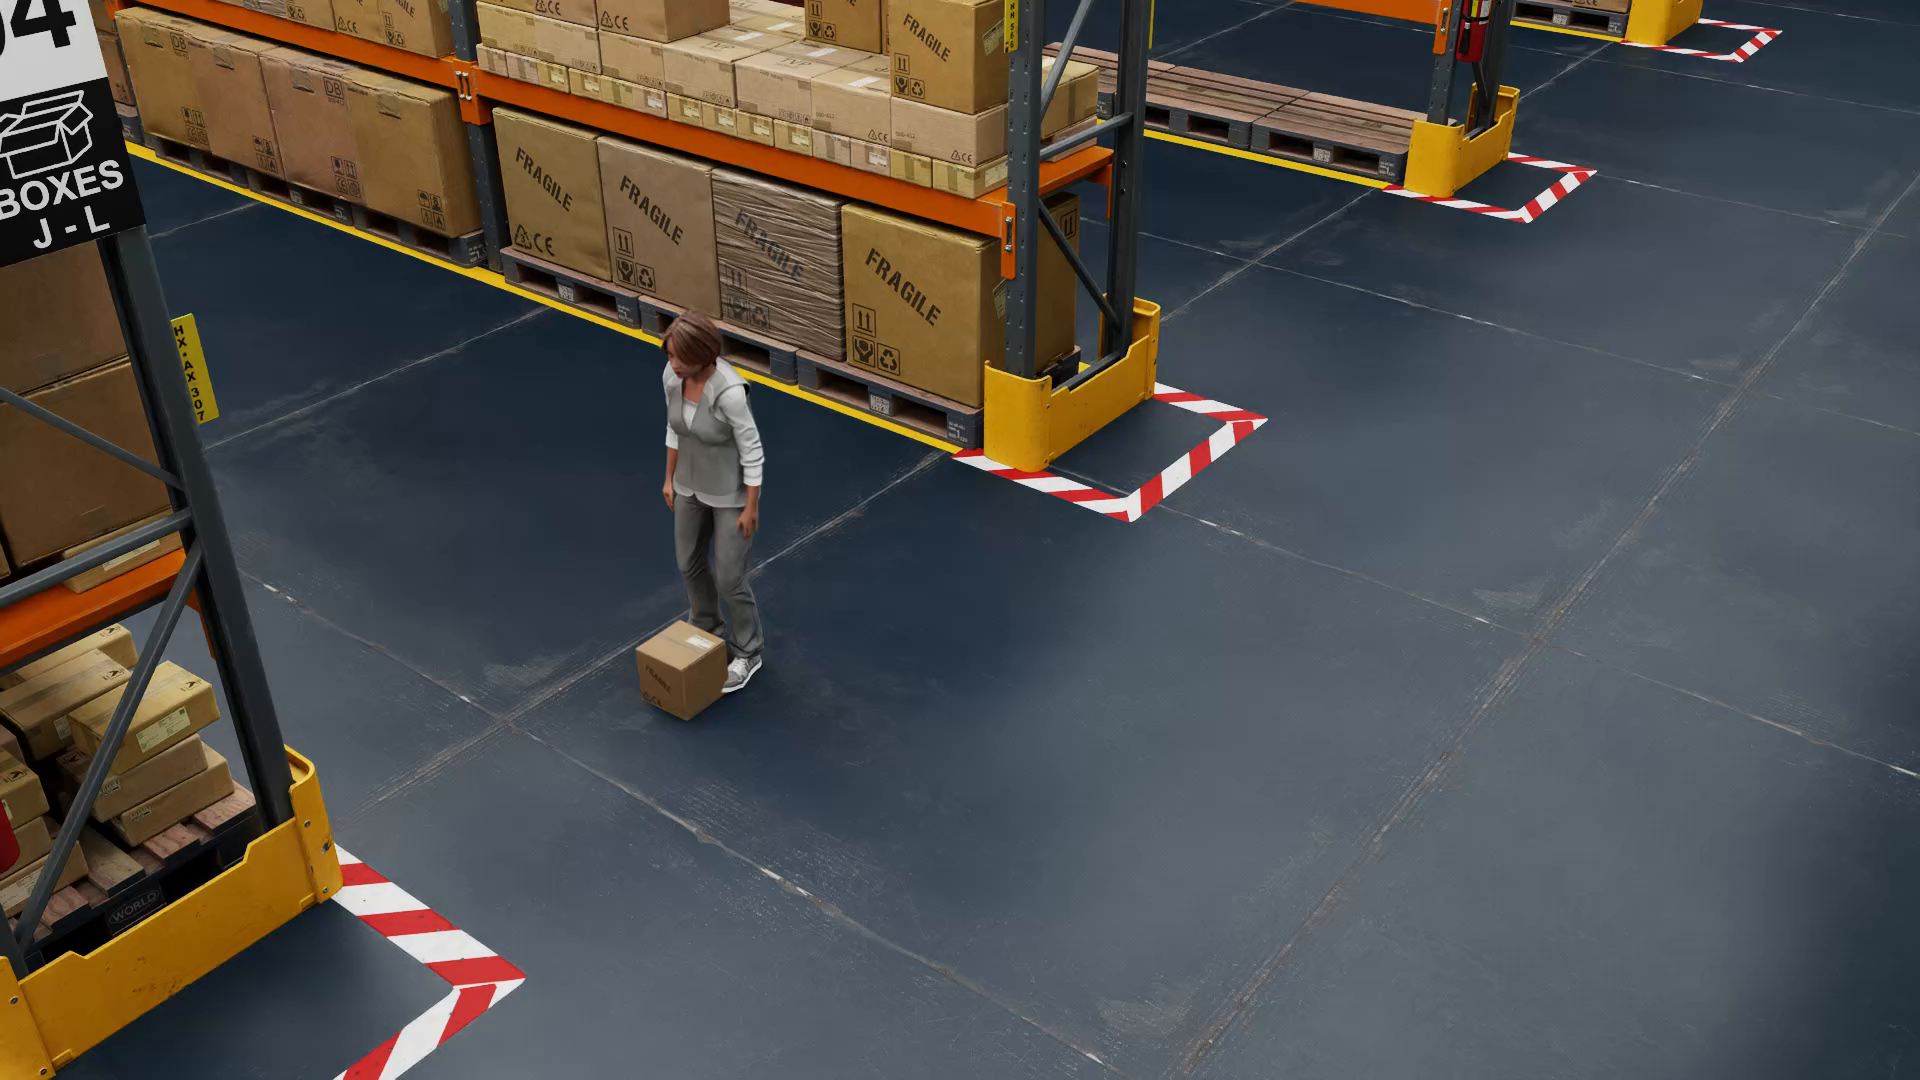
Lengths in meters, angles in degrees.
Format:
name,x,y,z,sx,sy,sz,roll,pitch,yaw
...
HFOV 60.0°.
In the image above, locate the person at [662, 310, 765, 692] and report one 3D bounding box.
name,x,y,z,sx,sy,sz,roll,pitch,yaw
person,-0.955,-0.163,6.414,0.471,1.590,0.348,20,36,29
